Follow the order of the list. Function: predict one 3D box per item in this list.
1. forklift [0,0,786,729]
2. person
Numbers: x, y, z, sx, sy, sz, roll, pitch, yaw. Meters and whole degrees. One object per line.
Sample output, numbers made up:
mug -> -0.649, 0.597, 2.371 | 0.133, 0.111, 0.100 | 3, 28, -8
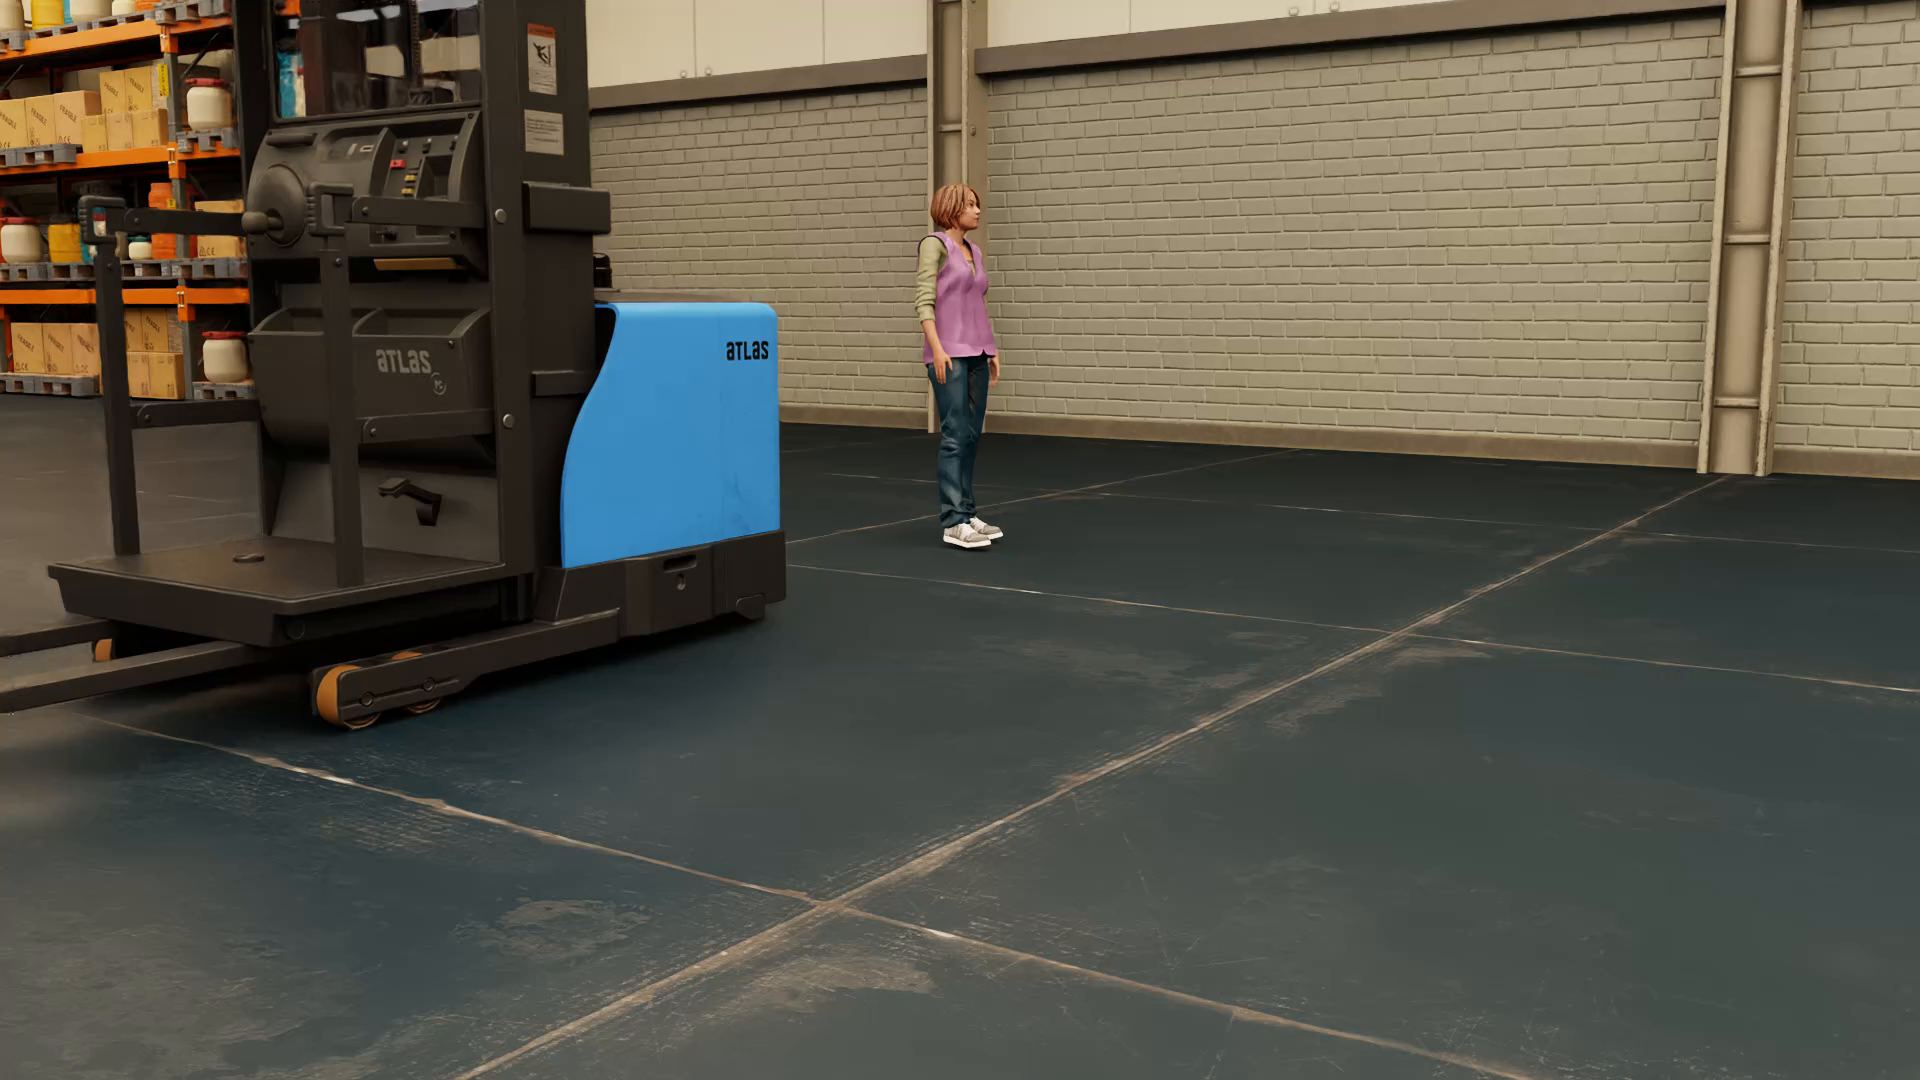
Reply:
forklift -> -1.815, -1.045, 4.542 | 1.130, 2.935, 3.031 | 5, 10, 32
person -> 0.054, -0.791, 7.437 | 0.473, 1.599, 0.520 | 5, 10, 34
